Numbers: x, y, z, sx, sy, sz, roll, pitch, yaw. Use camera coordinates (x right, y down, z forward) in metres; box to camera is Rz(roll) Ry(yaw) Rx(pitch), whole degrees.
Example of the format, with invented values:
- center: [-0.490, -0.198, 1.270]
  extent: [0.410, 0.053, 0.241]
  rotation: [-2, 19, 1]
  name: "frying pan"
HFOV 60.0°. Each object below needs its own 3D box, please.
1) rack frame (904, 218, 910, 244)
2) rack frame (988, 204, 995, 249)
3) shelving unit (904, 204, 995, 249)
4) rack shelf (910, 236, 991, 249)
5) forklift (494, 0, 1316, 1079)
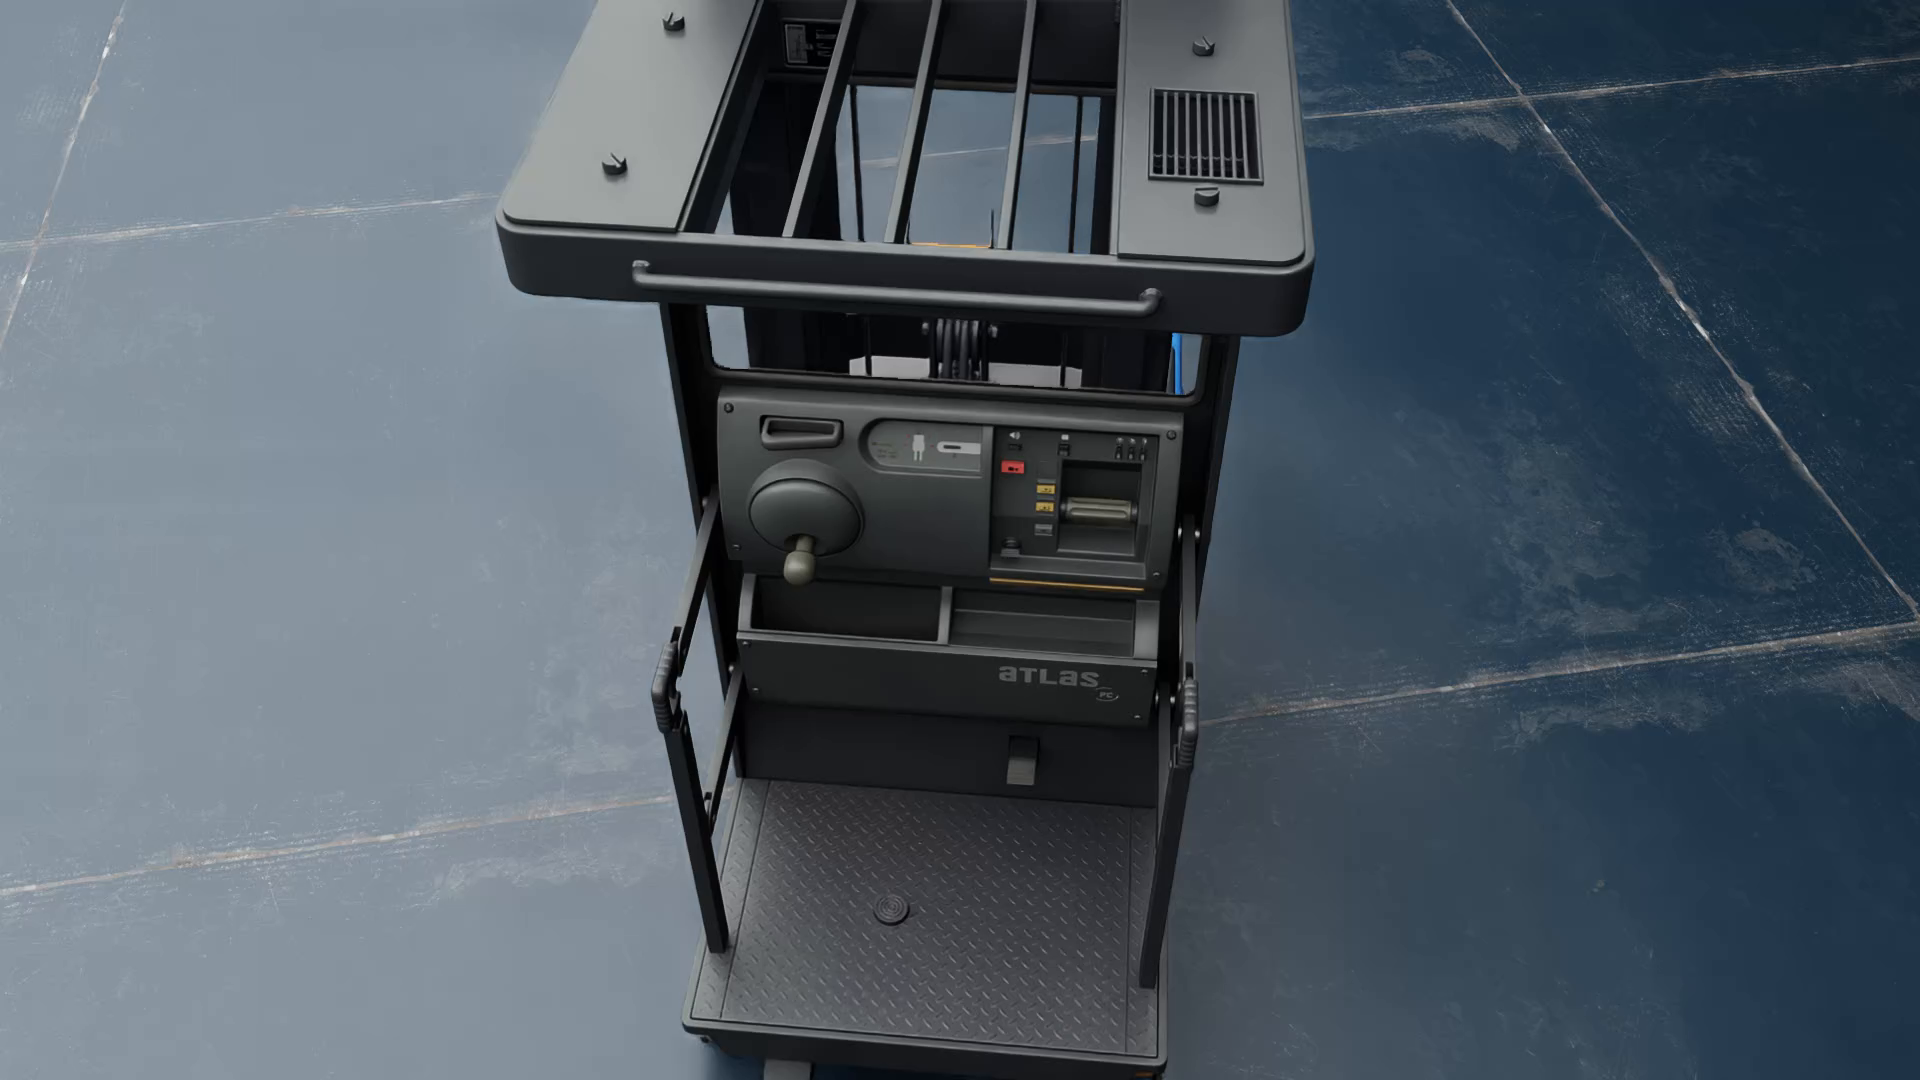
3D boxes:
- center: [-0.156, -0.528, 5.030]
  extent: [0.008, 1.050, 0.200]
  rotation: [3, 46, 3]
  name: "rack frame"
- center: [0.087, -0.515, 5.017]
  extent: [0.008, 1.050, 0.200]
  rotation: [3, 46, 3]
  name: "rack frame"
- center: [-0.035, -0.521, 5.023]
  extent: [0.252, 1.050, 0.215]
  rotation: [3, 46, 3]
  name: "shelving unit"
- center: [-0.035, -0.711, 4.827]
  extent: [0.240, 0.259, 0.215]
  rotation: [3, 46, 3]
  name: "rack shelf"
- center: [-0.043, 0.008, 3.207]
  extent: [1.130, 2.935, 3.031]
  rotation: [4, 46, 4]
  name: "forklift"
